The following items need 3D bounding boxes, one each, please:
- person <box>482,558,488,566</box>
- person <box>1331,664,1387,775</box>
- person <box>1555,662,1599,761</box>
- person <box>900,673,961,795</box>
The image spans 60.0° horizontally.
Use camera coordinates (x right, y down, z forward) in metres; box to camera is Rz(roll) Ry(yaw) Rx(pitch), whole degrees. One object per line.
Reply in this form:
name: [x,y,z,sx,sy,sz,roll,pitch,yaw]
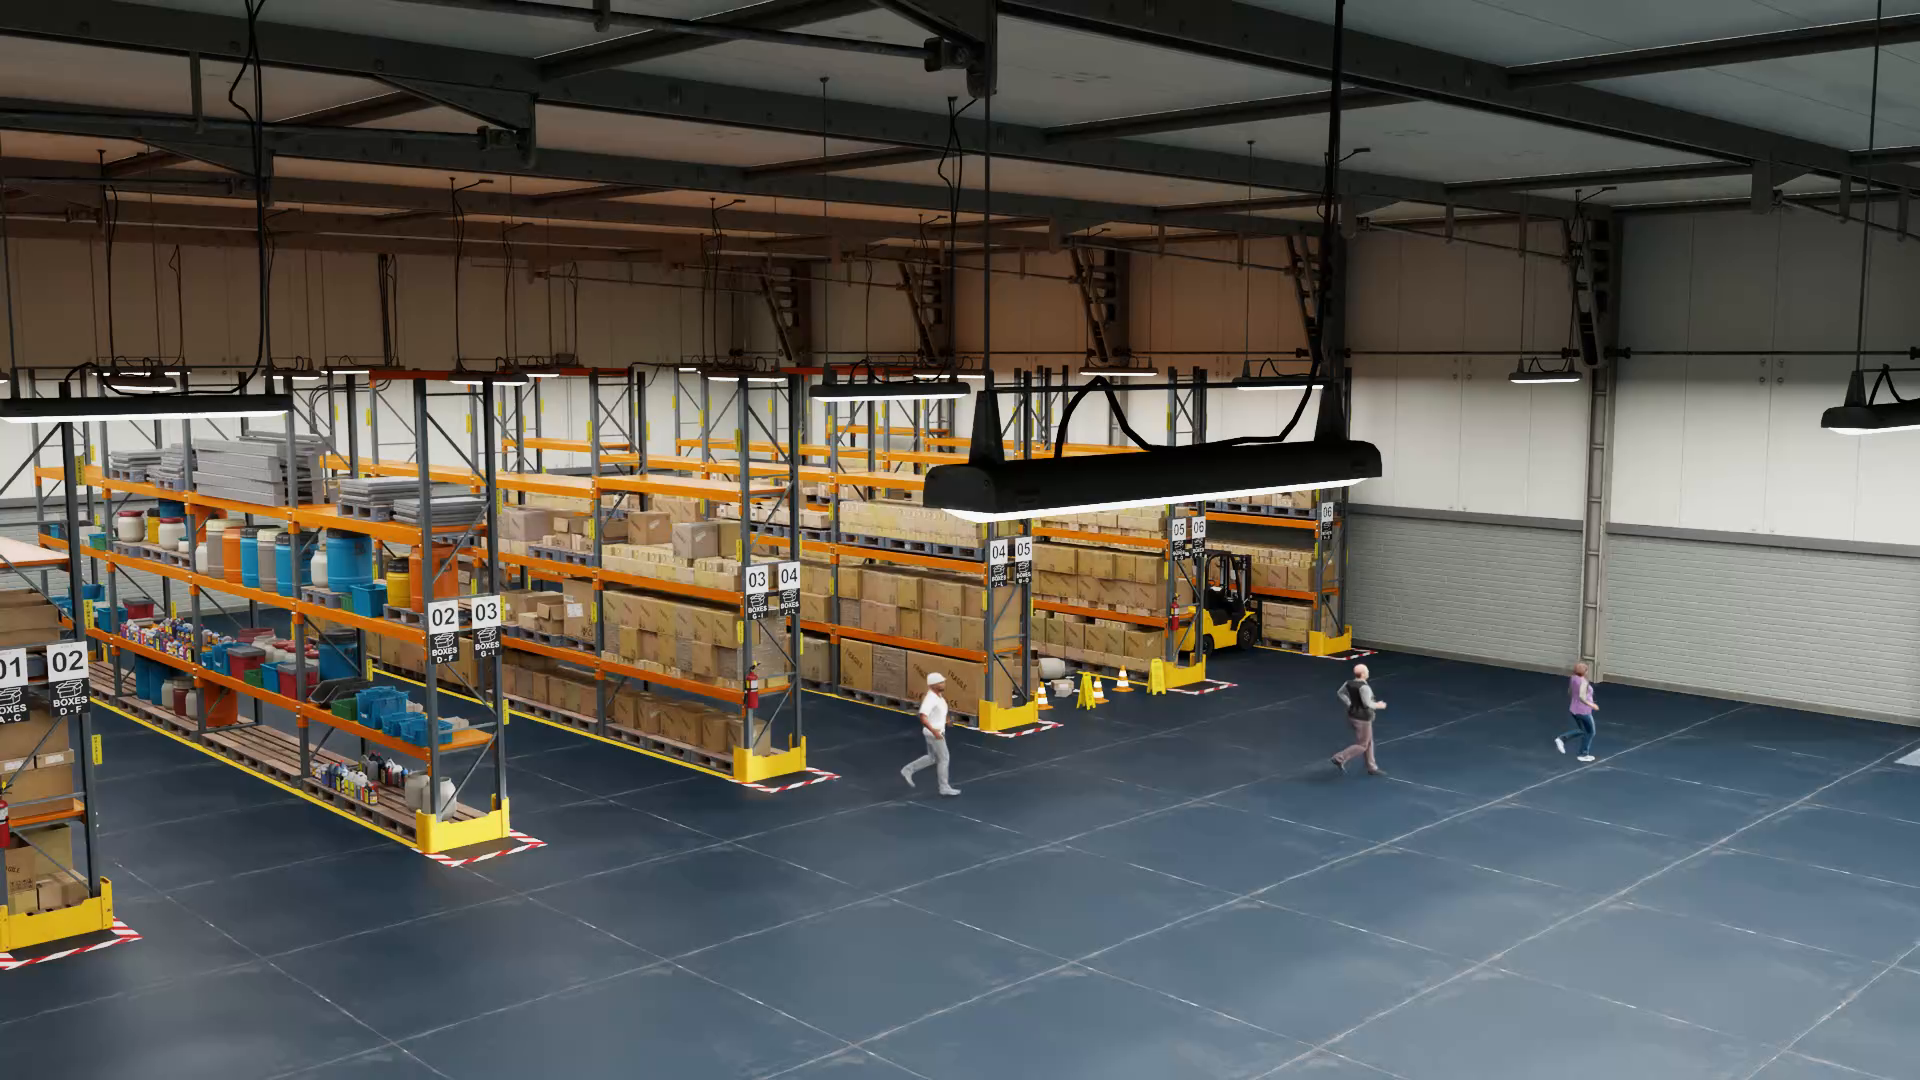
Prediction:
person: [-10.766,1.235,37.504,0.720,1.761,0.717,-6,9,-41]
person: [5.934,2.691,24.686,0.936,1.717,0.661,-1,7,-13]
person: [9.569,2.659,25.743,0.608,1.549,0.538,-1,6,-5]
person: [-0.422,2.760,23.771,0.878,1.760,0.709,0,6,1]
